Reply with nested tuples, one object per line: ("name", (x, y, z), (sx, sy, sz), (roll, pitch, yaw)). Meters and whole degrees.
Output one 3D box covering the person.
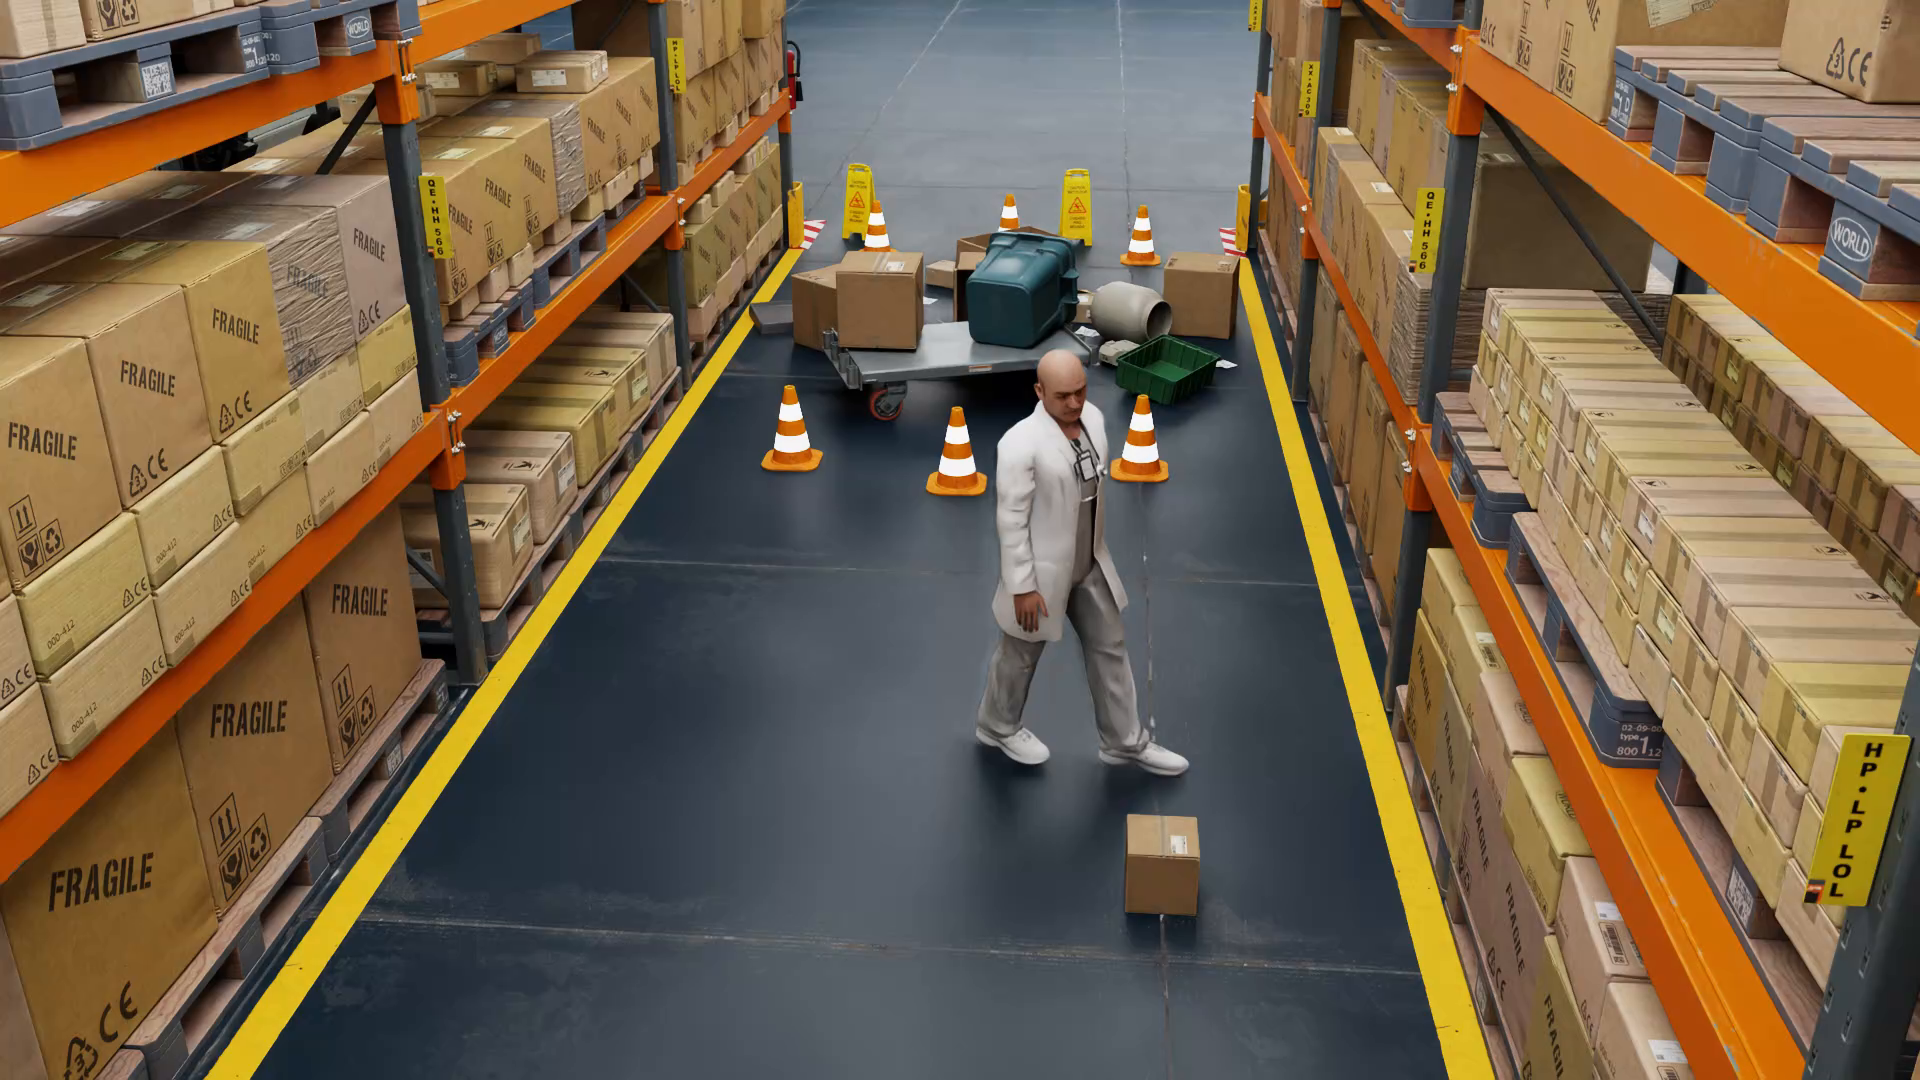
("person", (0.415, 0.111, 6.339), (0.634, 1.754, 0.827), (-22, 32, -40))
